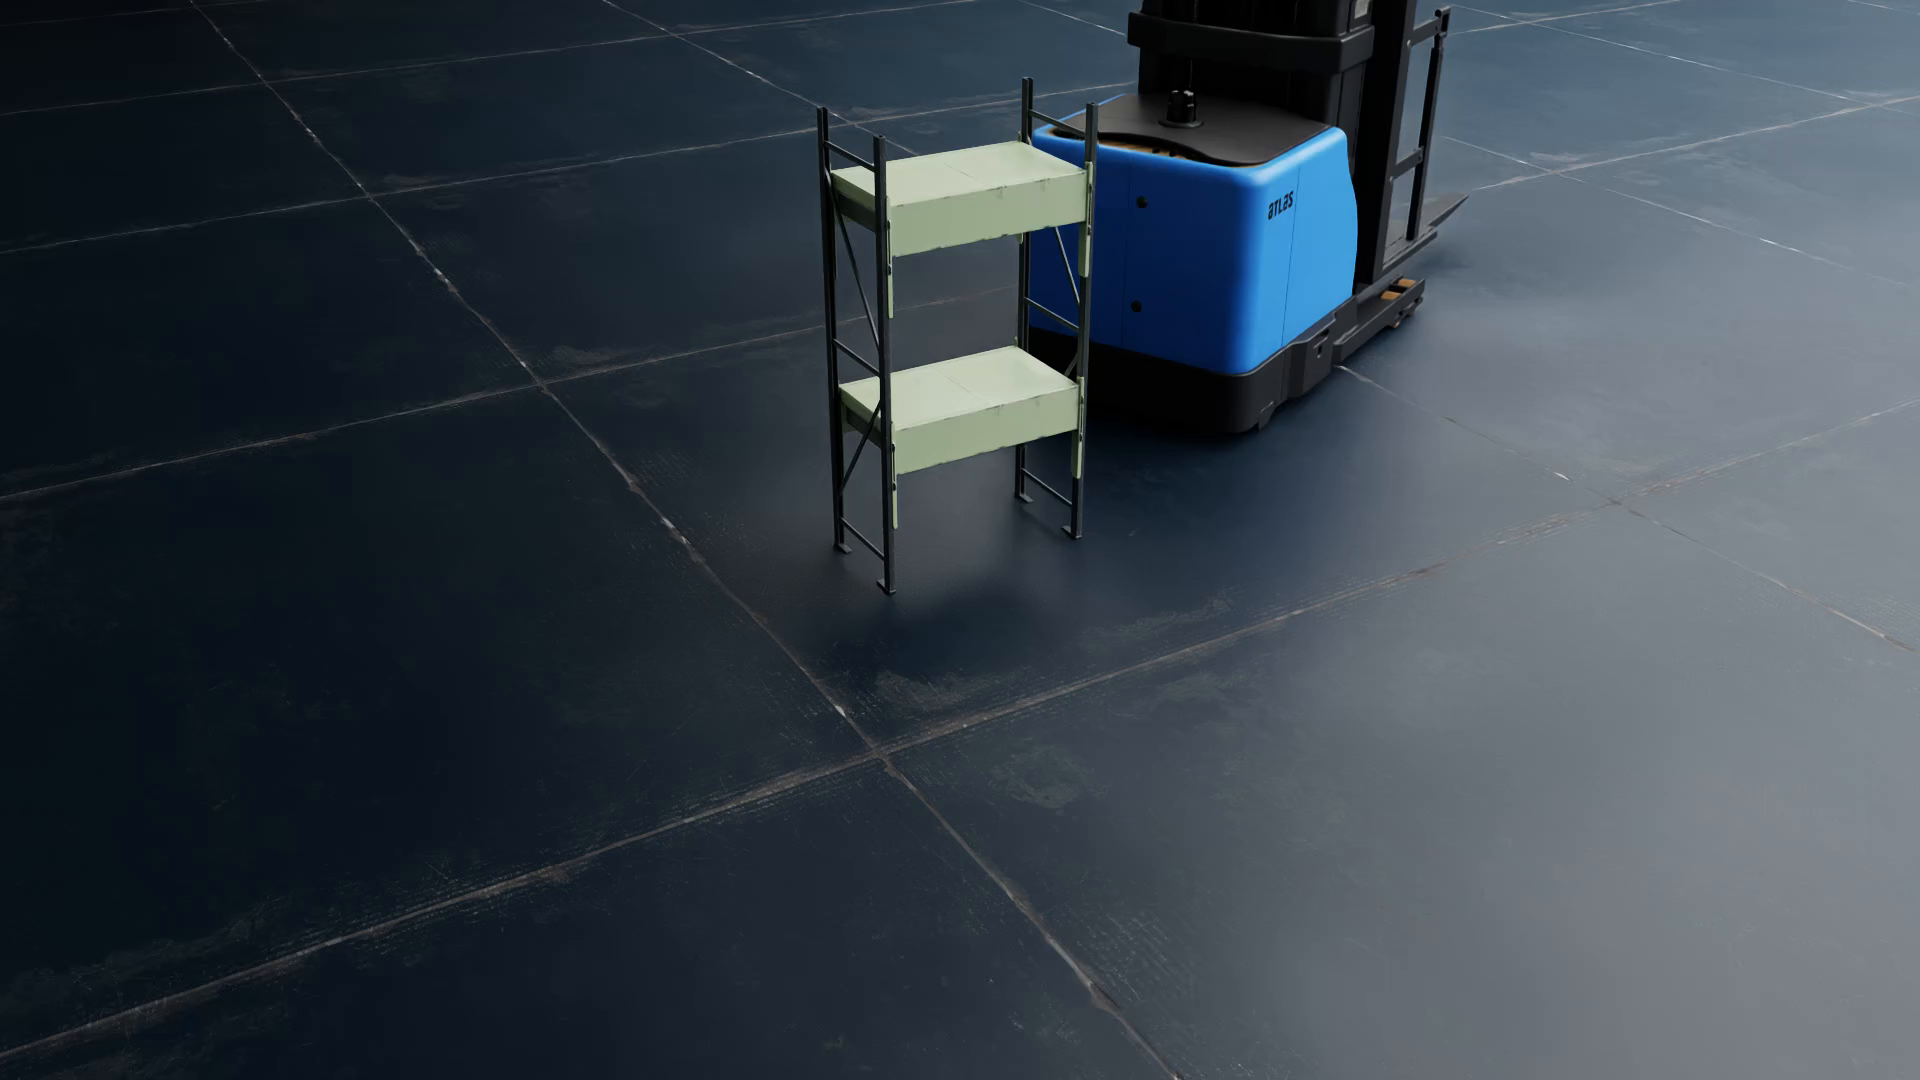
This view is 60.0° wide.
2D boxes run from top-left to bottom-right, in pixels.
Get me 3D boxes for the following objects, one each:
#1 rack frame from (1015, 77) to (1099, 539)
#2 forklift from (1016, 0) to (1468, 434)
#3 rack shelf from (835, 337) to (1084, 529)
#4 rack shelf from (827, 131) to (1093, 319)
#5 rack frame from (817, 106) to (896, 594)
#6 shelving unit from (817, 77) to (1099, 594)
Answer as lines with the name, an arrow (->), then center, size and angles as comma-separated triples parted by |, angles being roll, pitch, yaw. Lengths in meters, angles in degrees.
rack frame -> 0.310, -0.745, 5.547 | 0.023, 1.500, 0.400 | -16, 33, -26
forklift -> 1.471, -2.351, 6.977 | 1.130, 2.935, 3.031 | 18, 34, 30
rack shelf -> -0.006, -0.370, 5.542 | 0.720, 0.370, 0.431 | -16, 33, -26
rack shelf -> -0.006, -0.997, 5.196 | 0.720, 0.370, 0.431 | -16, 33, -26
rack frame -> -0.321, -0.565, 5.222 | 0.023, 1.500, 0.400 | -16, 33, -26
shelving unit -> -0.006, -0.655, 5.385 | 0.755, 1.500, 0.431 | -16, 33, -26
